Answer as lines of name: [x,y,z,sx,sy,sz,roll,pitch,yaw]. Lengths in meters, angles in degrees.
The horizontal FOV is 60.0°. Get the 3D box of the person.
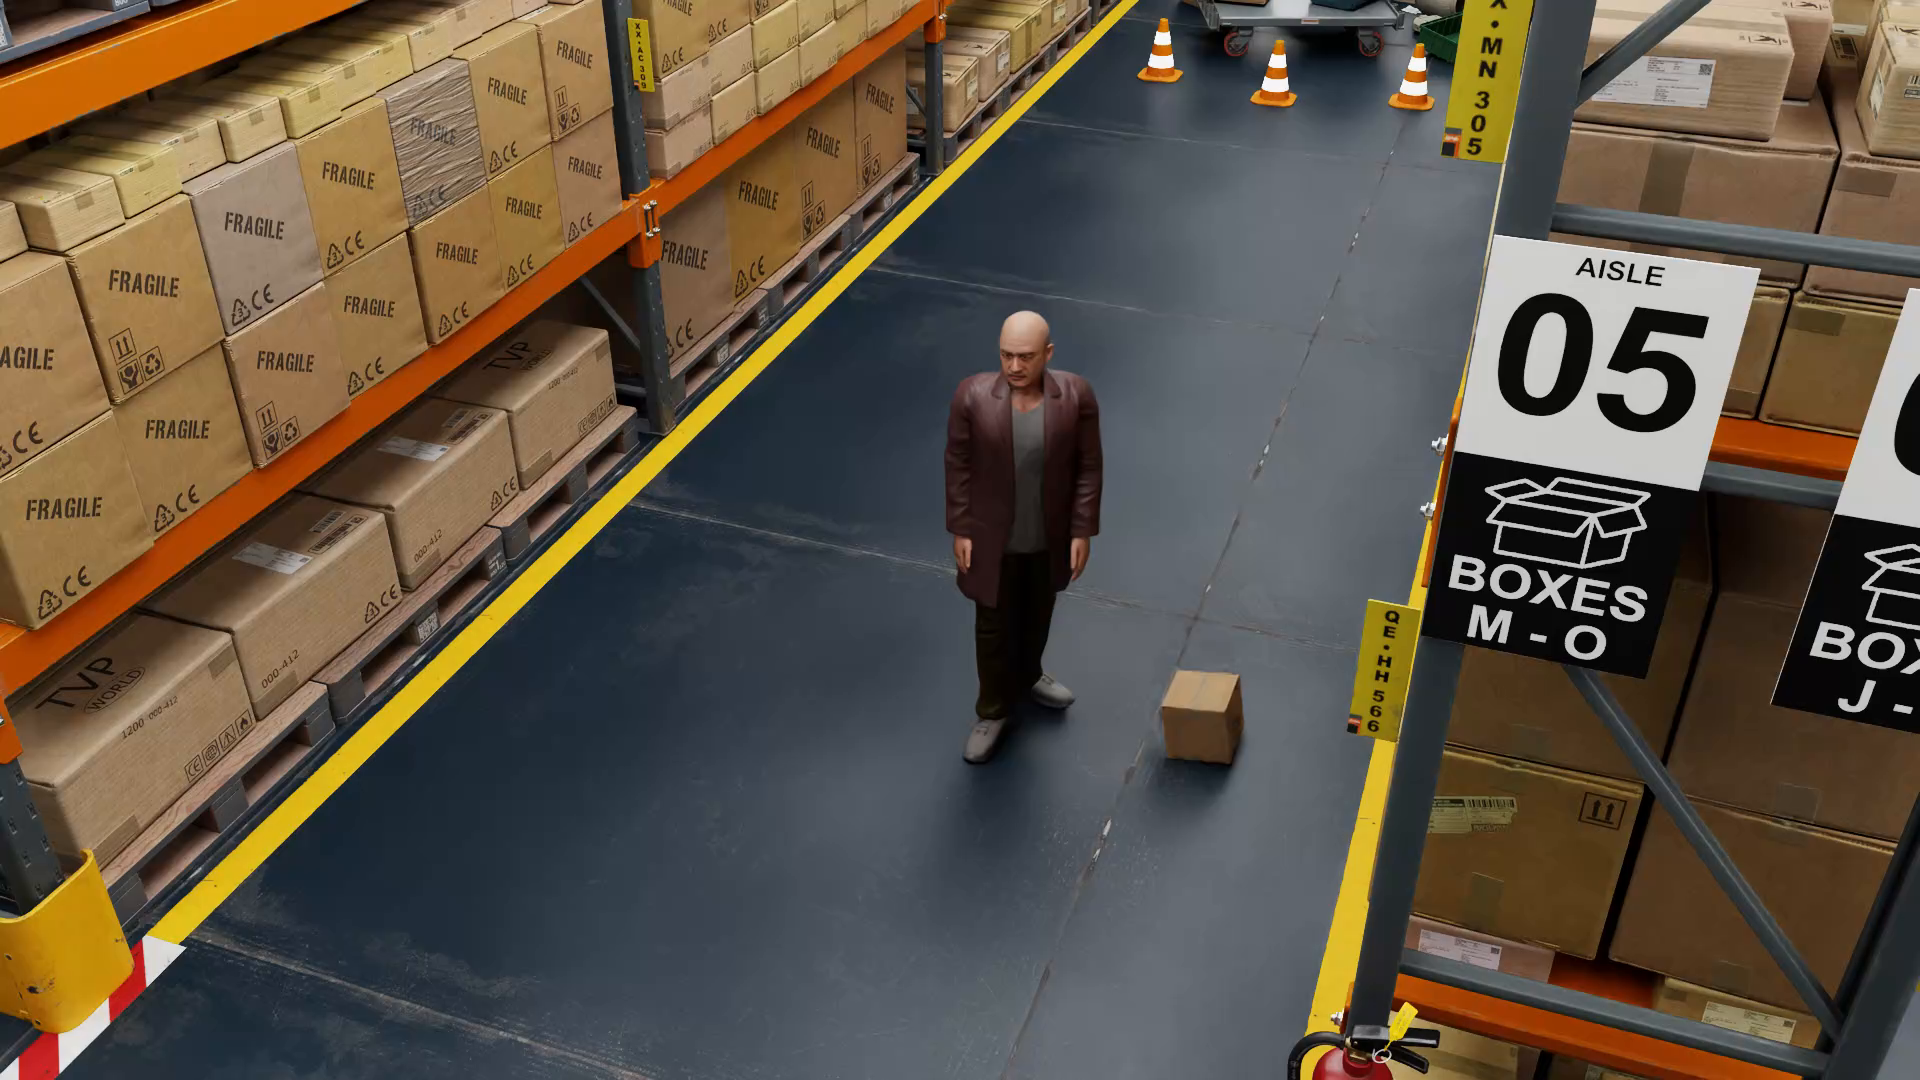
person: [0.232,-0.038,6.190,0.574,1.787,0.544,-5,33,-8]
